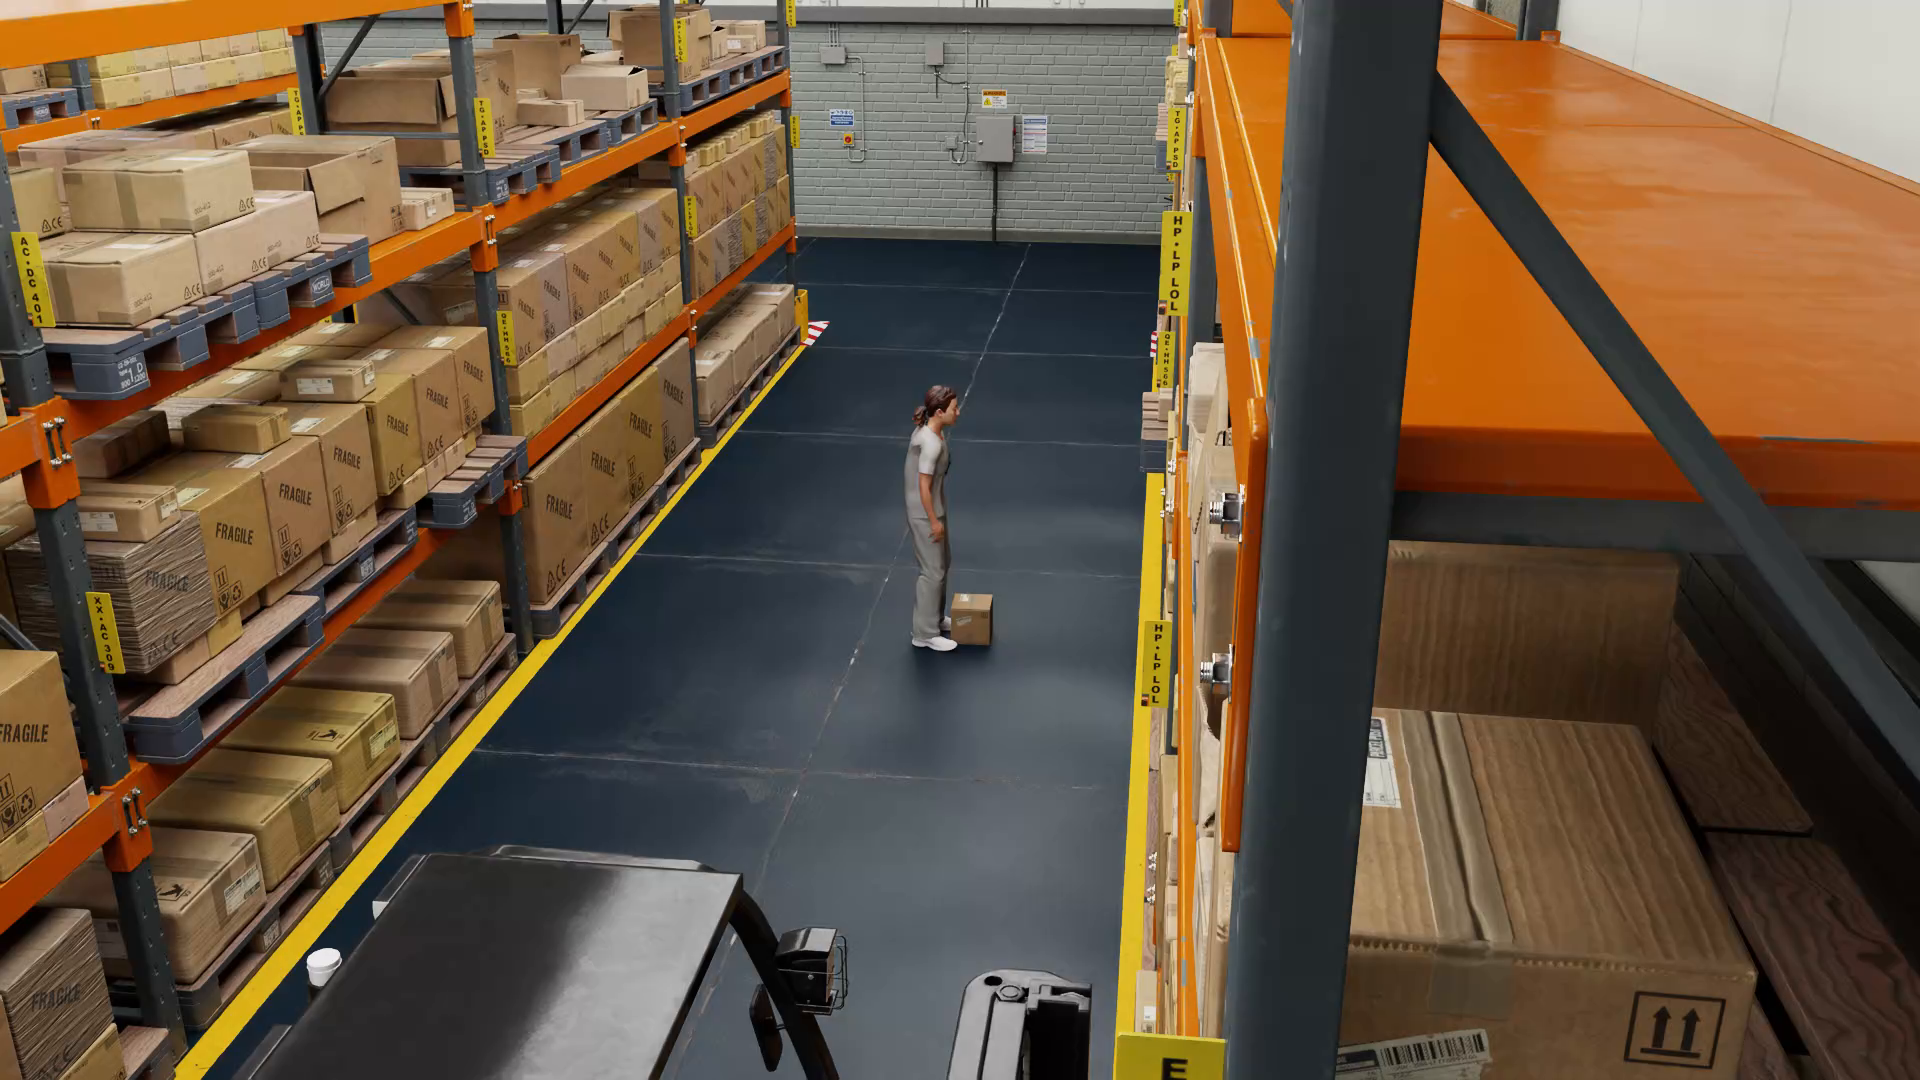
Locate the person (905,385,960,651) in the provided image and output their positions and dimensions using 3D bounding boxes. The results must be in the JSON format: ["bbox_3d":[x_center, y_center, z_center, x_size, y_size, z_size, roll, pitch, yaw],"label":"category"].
[{"bbox_3d":[-0.169,-0.149,10.502,0.359,1.648,0.514,1,21,3],"label":"person"}]
